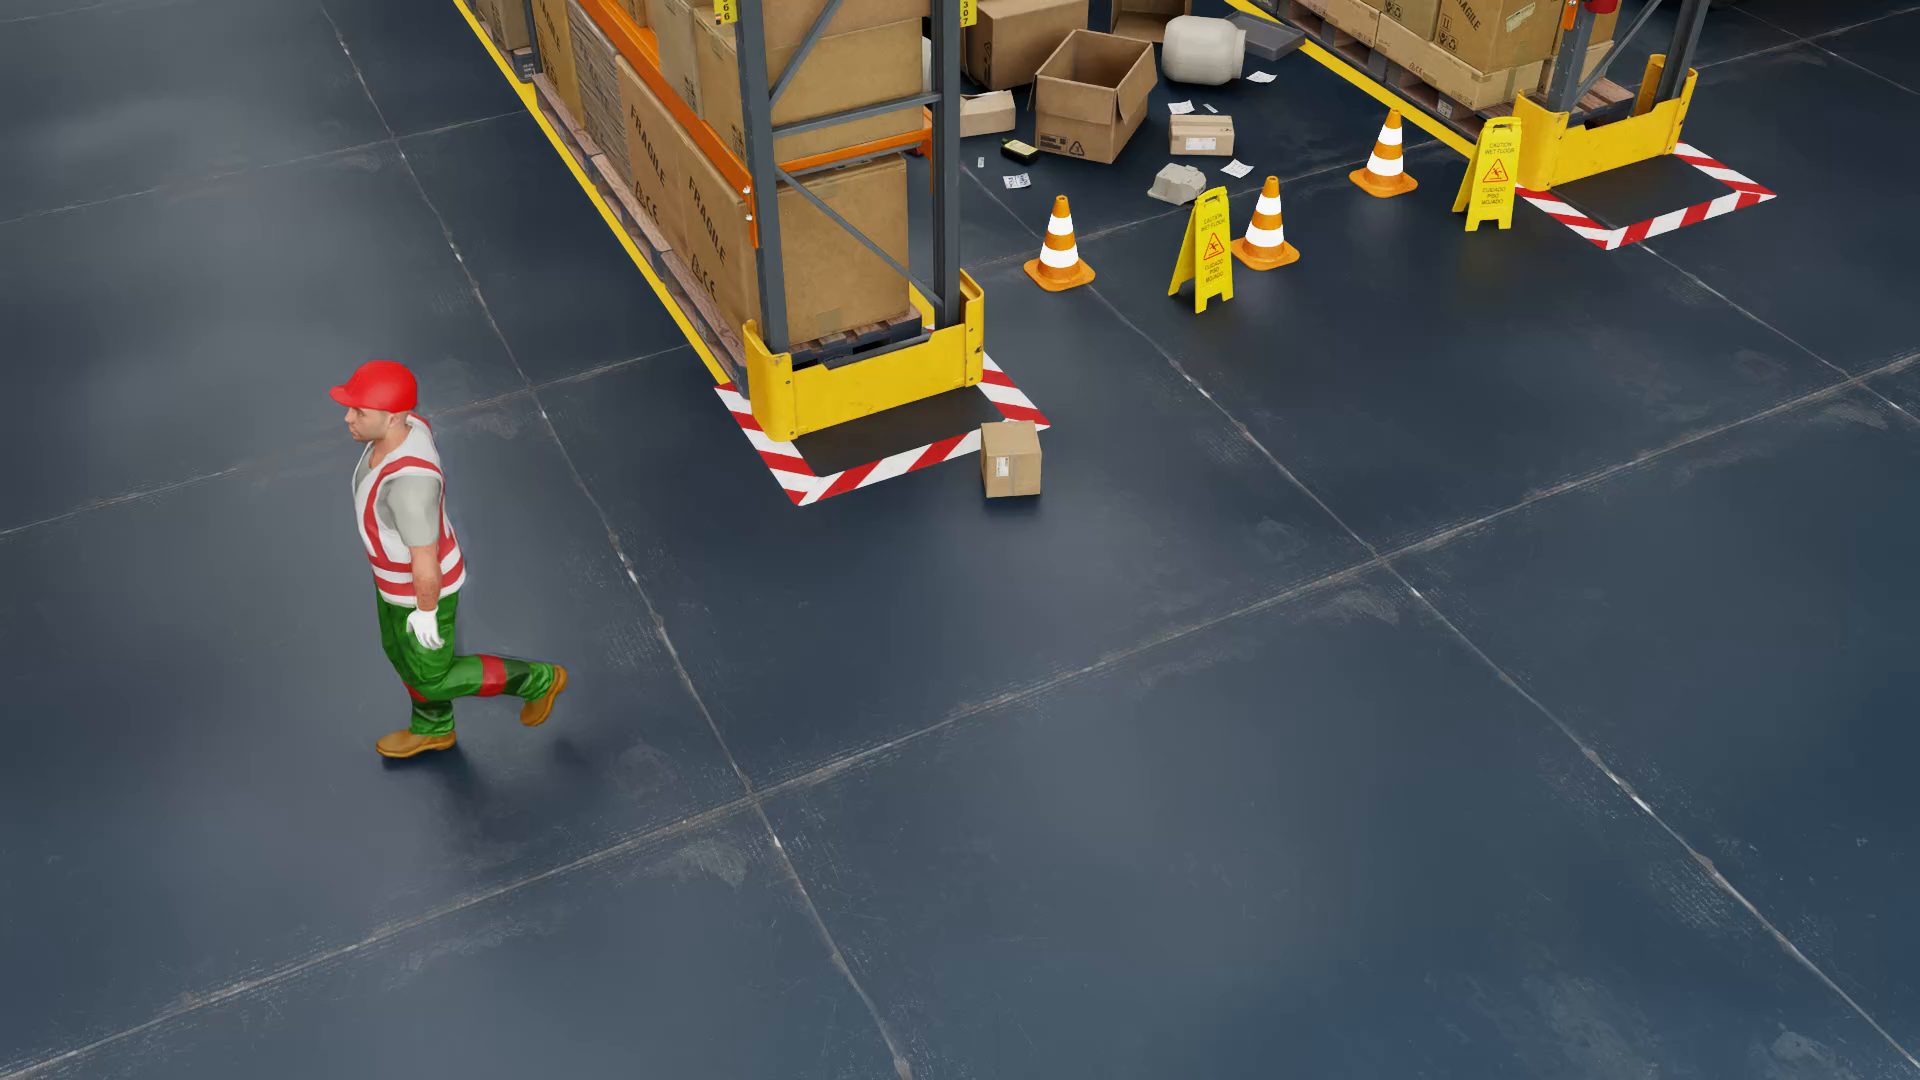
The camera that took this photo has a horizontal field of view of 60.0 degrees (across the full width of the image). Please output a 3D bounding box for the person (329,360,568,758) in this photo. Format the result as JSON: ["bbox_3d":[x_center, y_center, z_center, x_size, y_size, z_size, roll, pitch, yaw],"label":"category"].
[{"bbox_3d":[-1.899,0.115,5.987,0.759,1.773,0.549,-16,43,-18],"label":"person"}]
